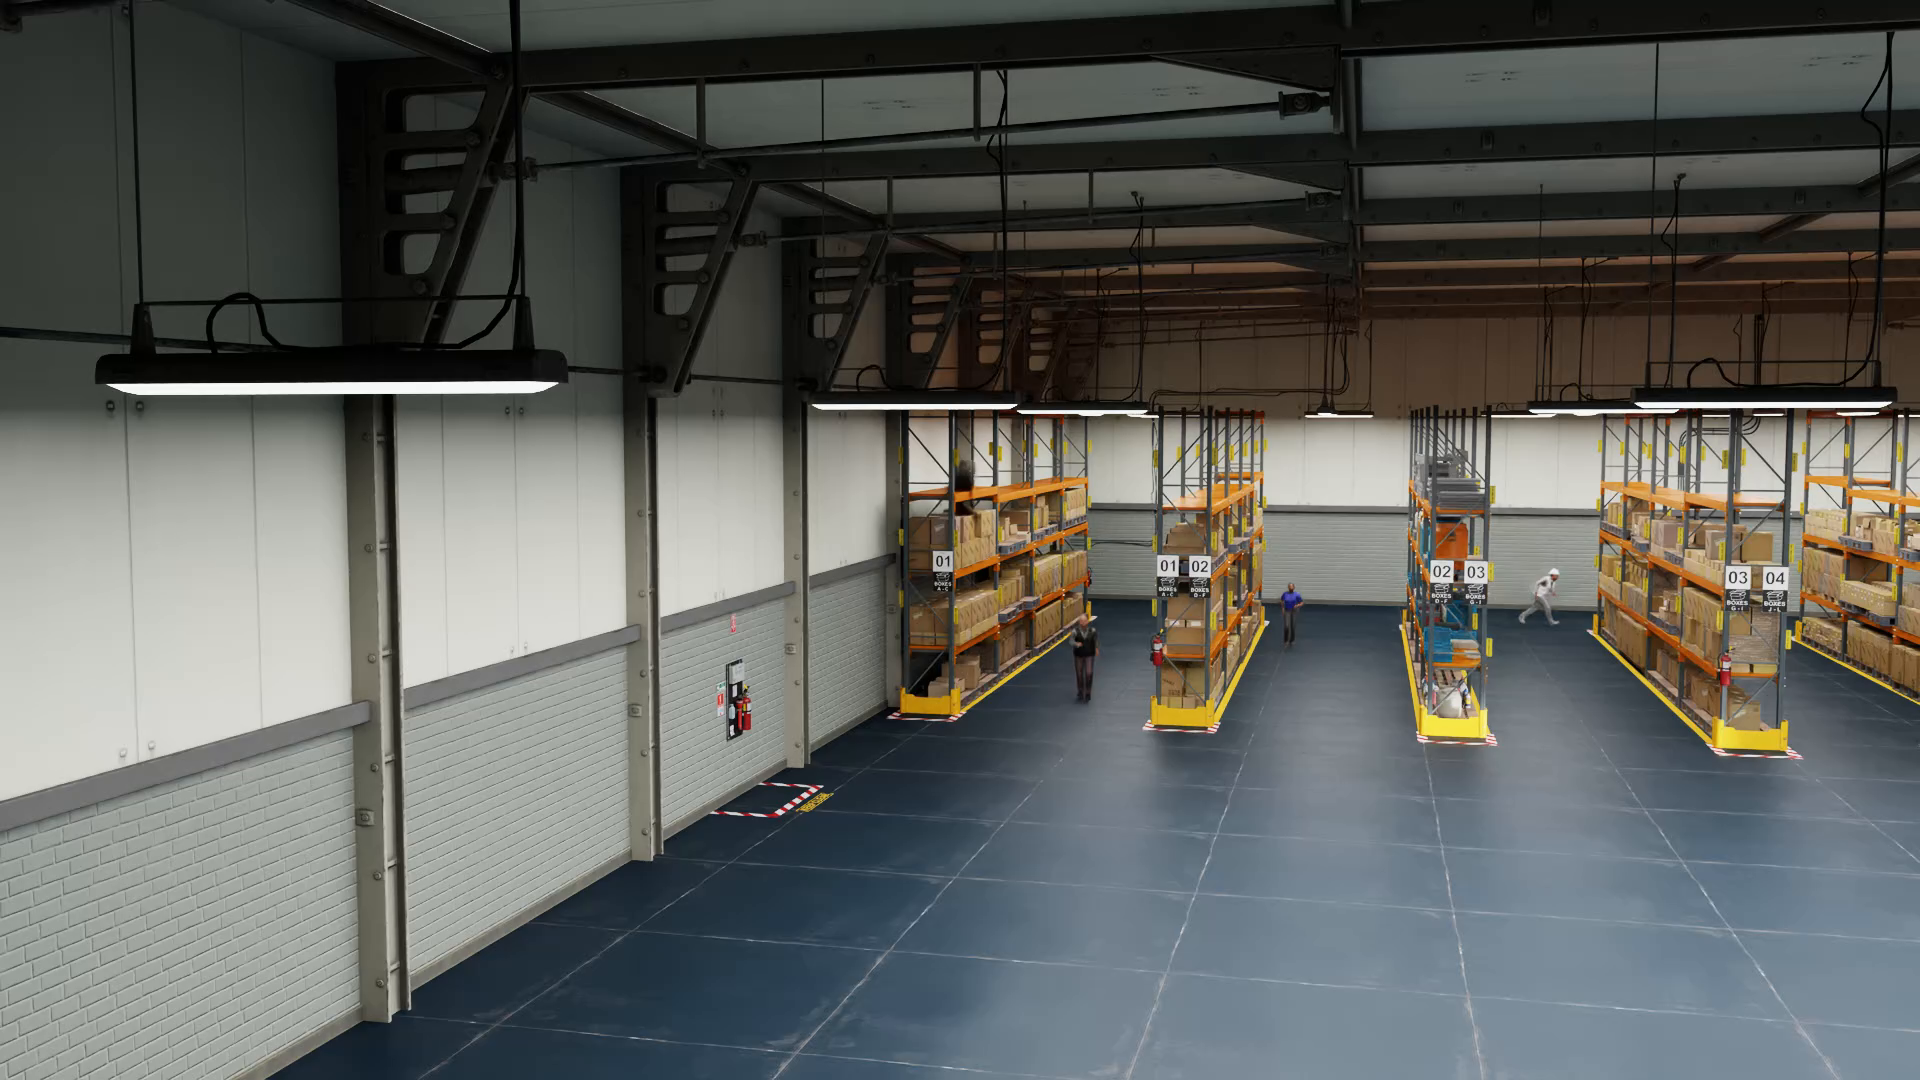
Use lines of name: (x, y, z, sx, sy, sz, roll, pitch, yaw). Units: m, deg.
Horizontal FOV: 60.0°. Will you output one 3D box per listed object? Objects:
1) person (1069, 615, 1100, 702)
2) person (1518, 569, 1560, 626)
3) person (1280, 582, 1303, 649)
person: (2.544, 2.427, 34.046, 0.637, 1.774, 0.829, 0, 4, 4)
person: (16.170, 1.580, 46.339, 1.166, 1.592, 0.633, 4, 5, 41)
person: (8.355, 1.904, 41.895, 0.566, 1.690, 0.728, 1, 4, 11)
